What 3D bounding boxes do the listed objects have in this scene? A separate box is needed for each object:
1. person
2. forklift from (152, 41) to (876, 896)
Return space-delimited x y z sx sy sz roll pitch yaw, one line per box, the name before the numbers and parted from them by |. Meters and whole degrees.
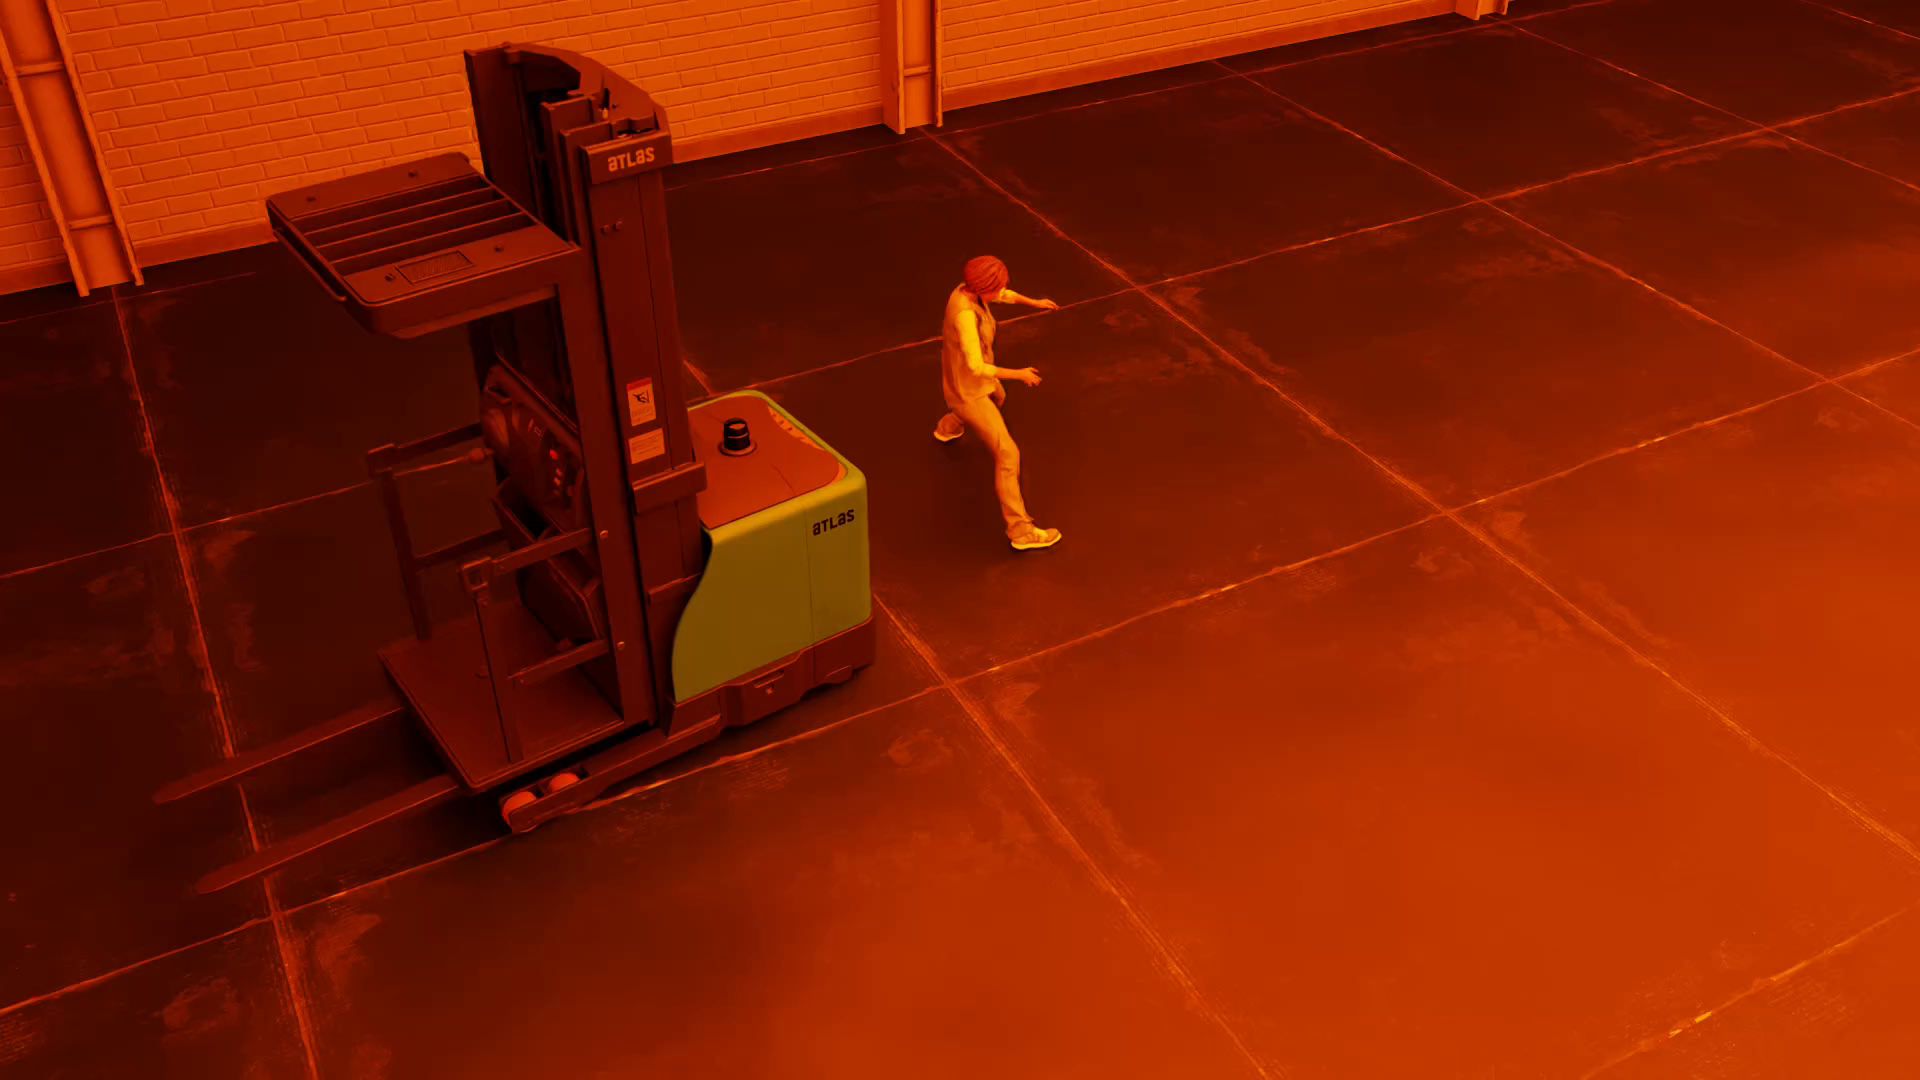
person | 0.193 -0.854 8.650 0.748 1.408 1.155 3 35 4
forklift | -1.884 -0.326 6.585 3.031 2.935 1.130 -23 41 -29
